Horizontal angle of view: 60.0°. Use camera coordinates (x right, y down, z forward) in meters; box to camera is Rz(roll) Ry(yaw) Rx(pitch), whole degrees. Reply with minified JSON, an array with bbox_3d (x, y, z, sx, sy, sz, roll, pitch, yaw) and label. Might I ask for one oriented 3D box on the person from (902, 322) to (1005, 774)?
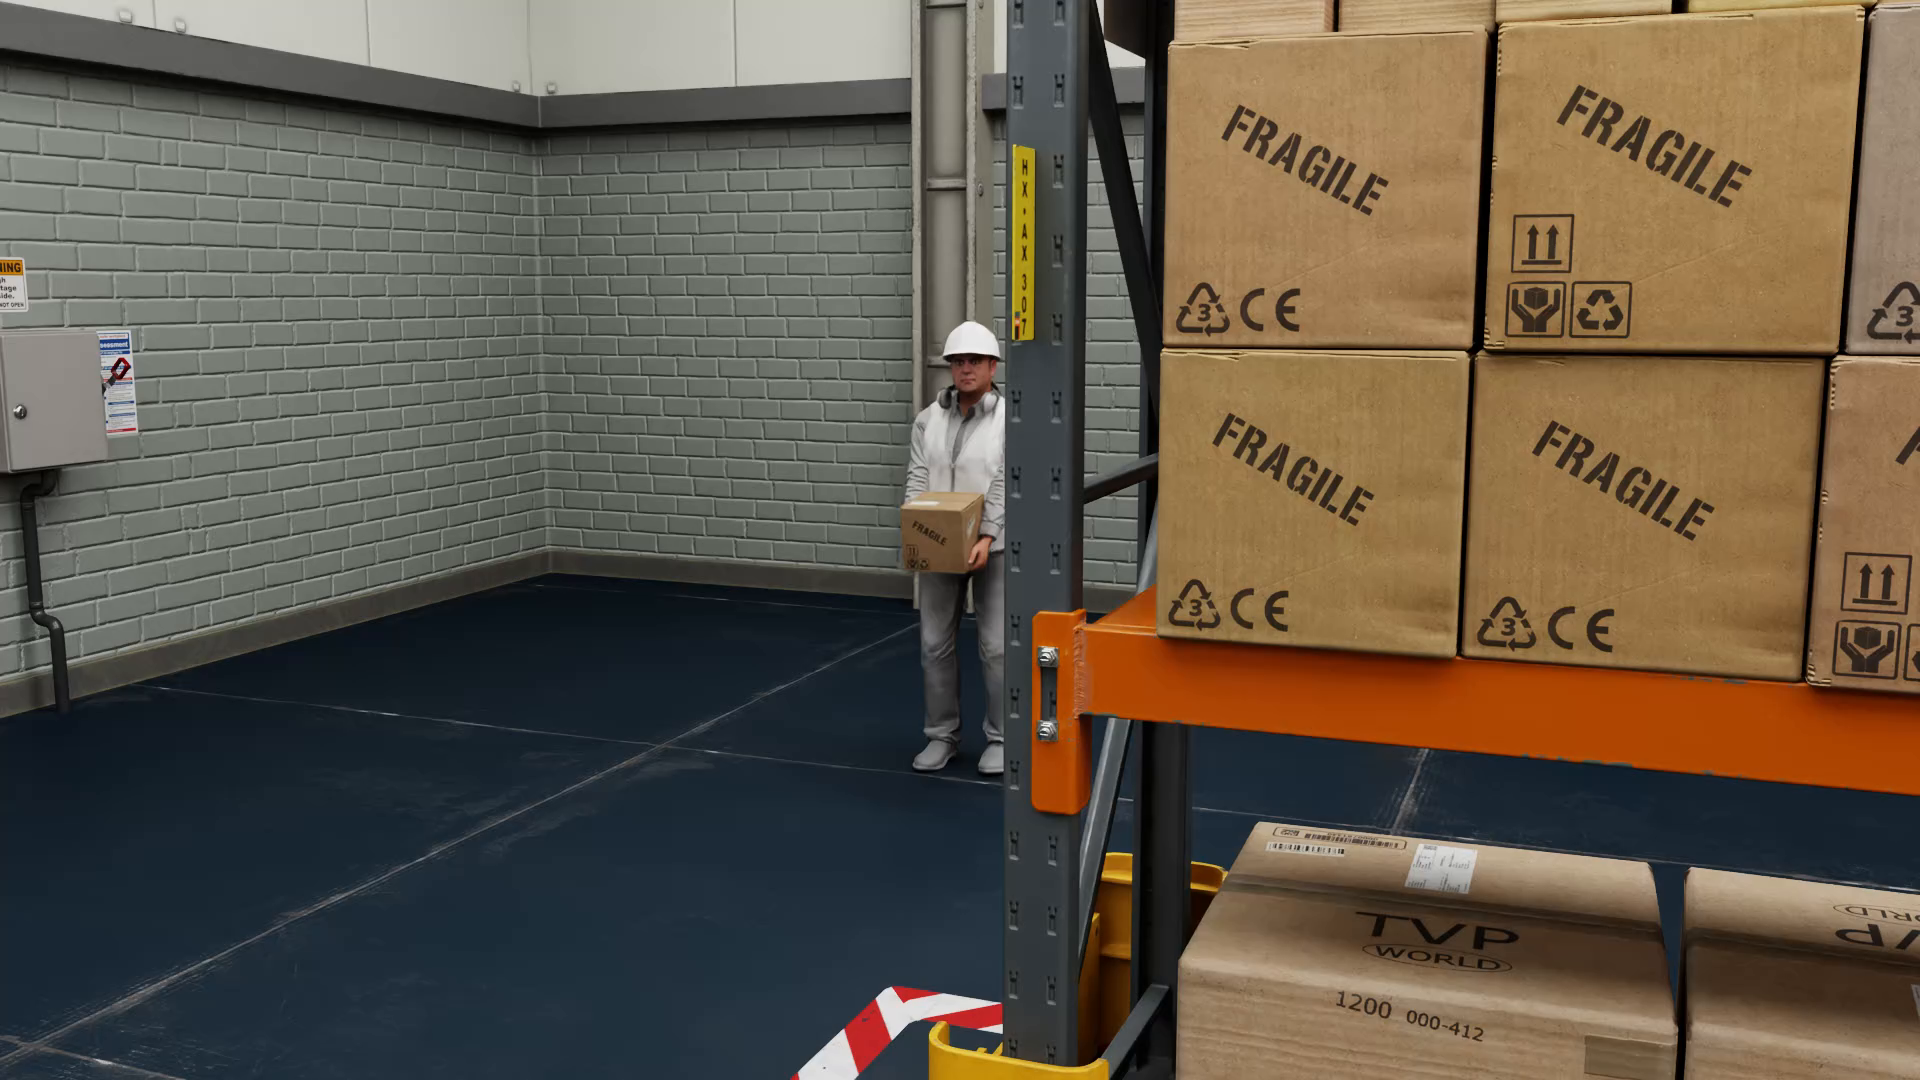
[{"bbox_3d":[0.025,0.038,6.533,0.494,1.772,0.558,3,9,20],"label":"person"}]
